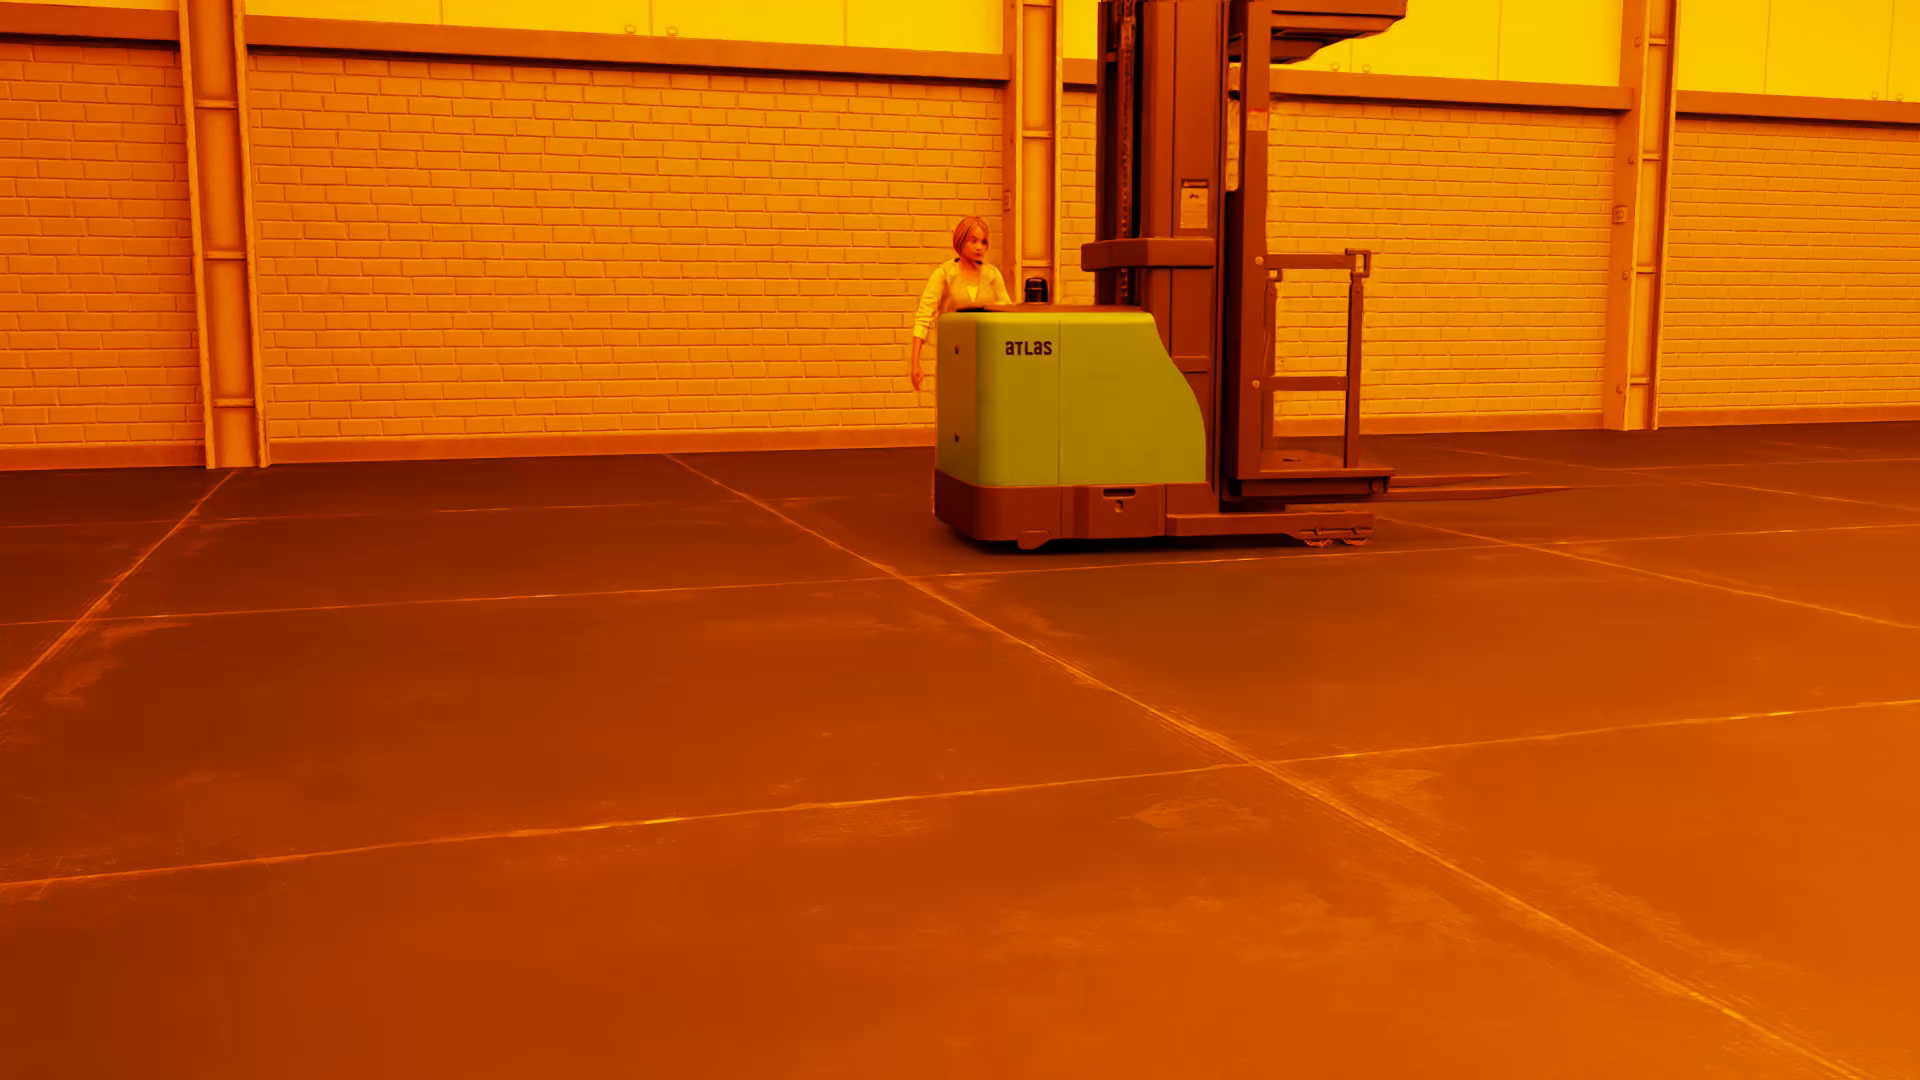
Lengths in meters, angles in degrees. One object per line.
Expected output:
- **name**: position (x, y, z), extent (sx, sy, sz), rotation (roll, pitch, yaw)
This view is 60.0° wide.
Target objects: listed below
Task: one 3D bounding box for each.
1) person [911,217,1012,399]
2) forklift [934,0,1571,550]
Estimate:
- **person**: position (0.056, -0.891, 8.686), extent (0.654, 1.564, 0.354), rotation (-2, 8, -16)
- **forklift**: position (1.445, -1.486, 7.977), extent (3.031, 2.935, 1.130), rotation (-2, 8, -12)
